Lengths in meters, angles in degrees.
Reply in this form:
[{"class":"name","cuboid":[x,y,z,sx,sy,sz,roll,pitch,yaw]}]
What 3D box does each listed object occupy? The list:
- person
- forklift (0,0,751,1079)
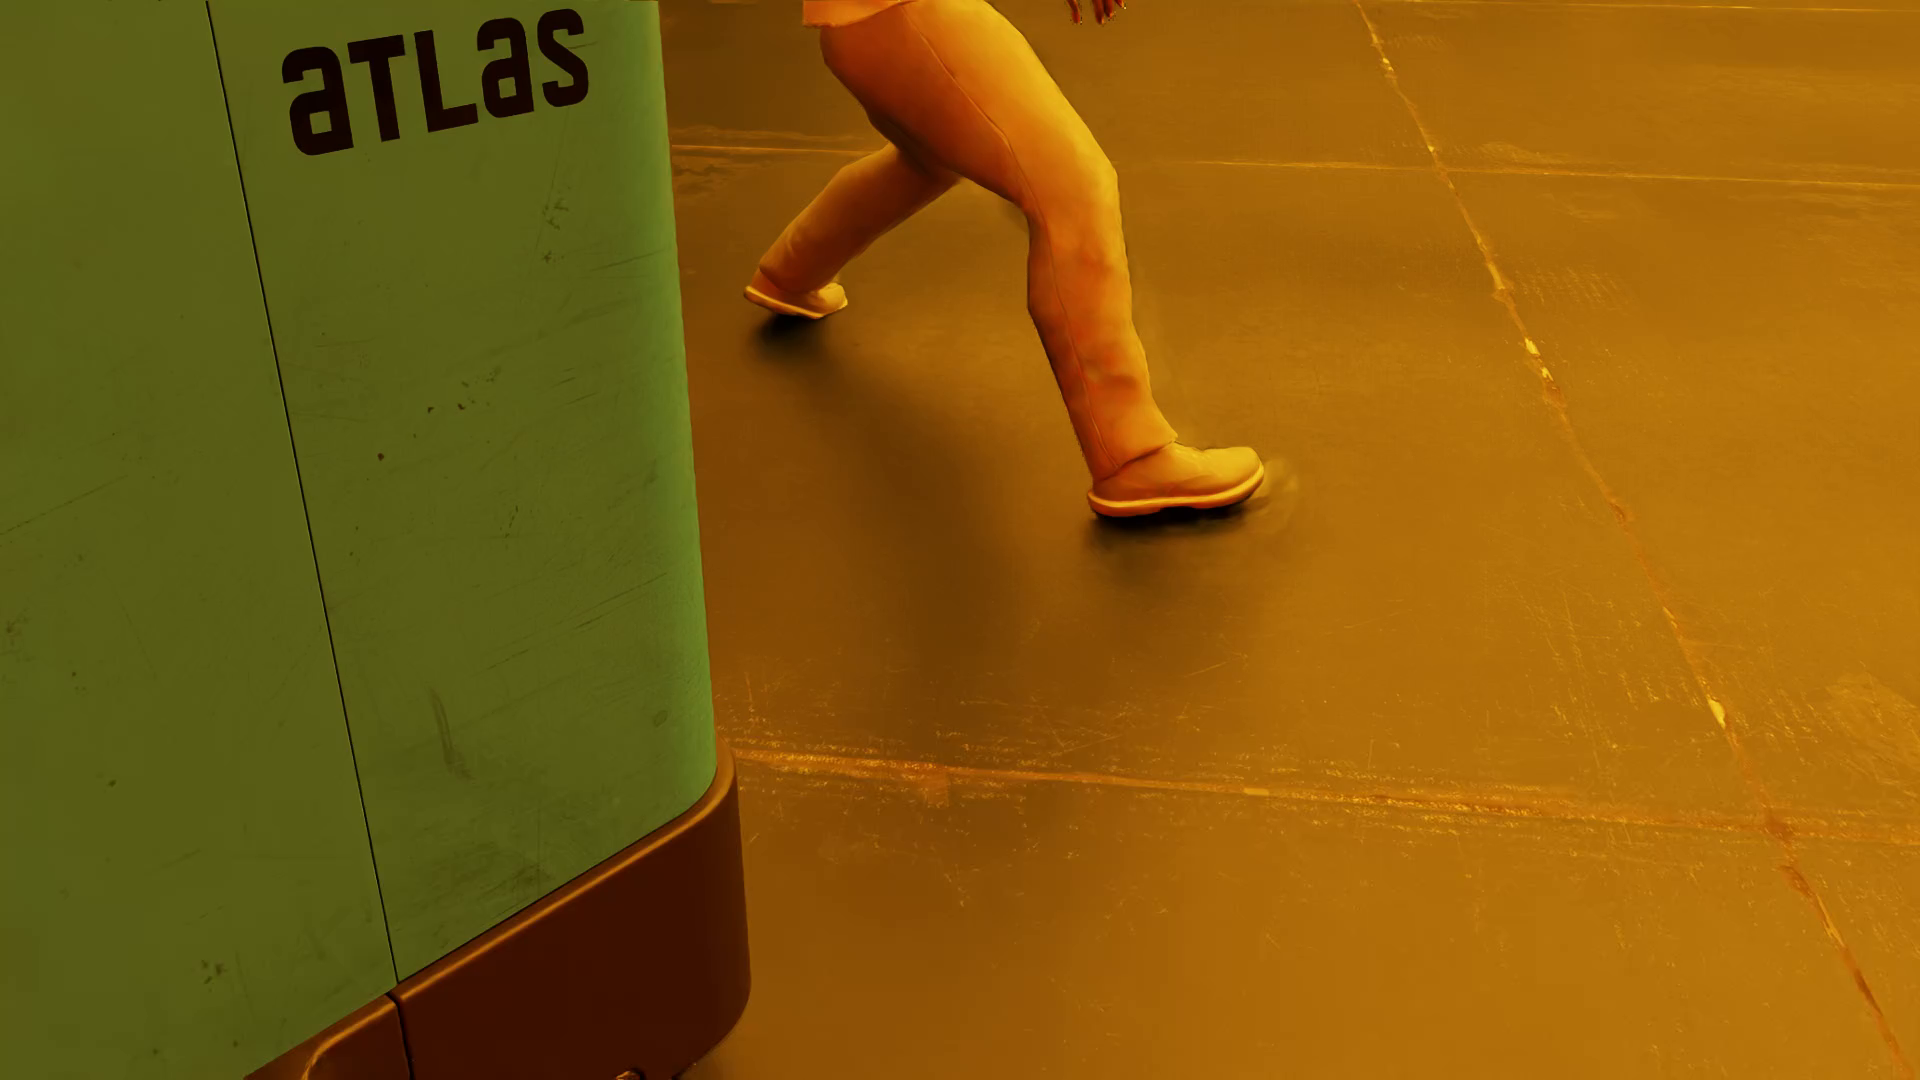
[{"class":"person","cuboid":[0.025,-0.909,2.705,0.944,1.493,1.103,1,27,2]},{"class":"forklift","cuboid":[-1.525,-0.475,0.169,1.130,2.935,3.031,21,33,35]}]
